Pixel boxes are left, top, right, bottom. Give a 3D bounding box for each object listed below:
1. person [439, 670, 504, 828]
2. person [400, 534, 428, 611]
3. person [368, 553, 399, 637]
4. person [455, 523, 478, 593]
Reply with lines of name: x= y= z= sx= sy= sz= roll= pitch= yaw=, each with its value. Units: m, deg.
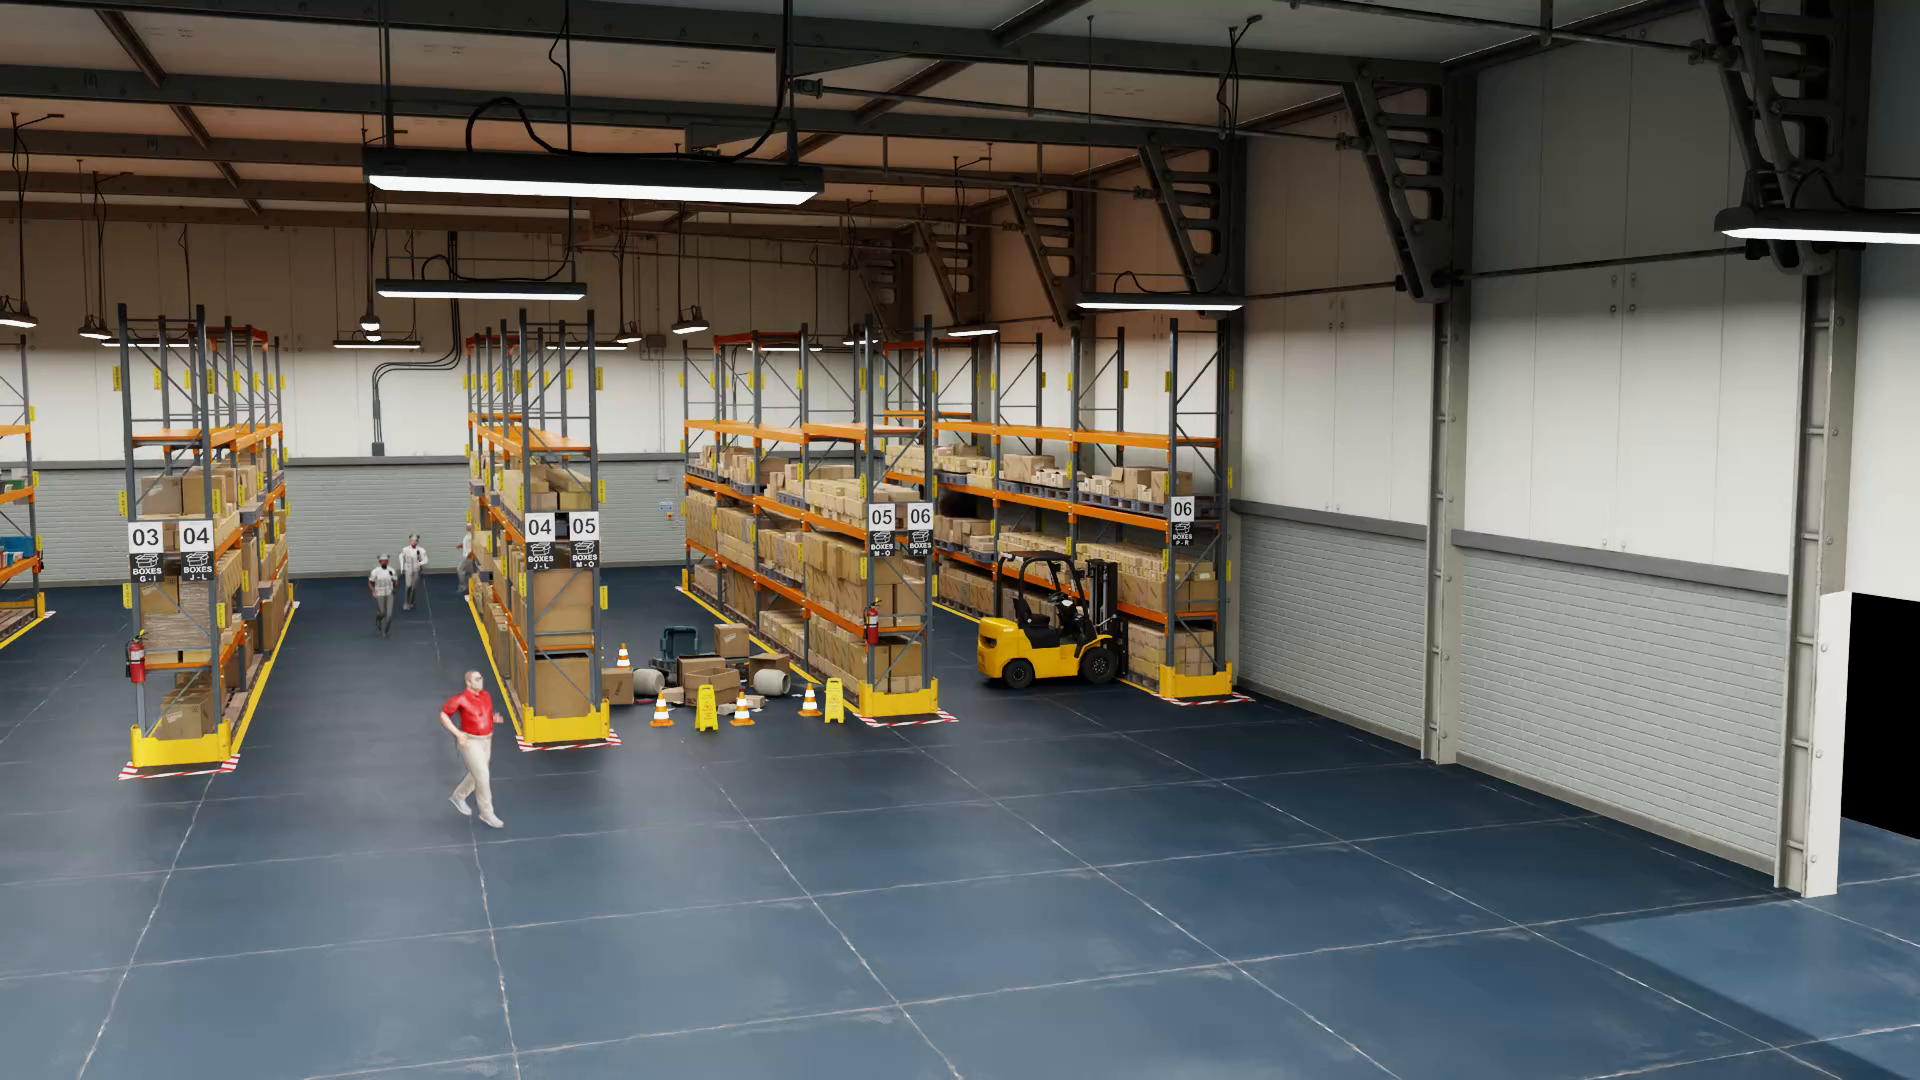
person: x=-5.507 y=2.353 z=18.903 sx=0.807 sy=1.760 sz=0.653 roll=2 pitch=6 yaw=21
person: x=-11.978 y=0.694 z=36.490 sx=0.601 sy=1.666 sz=0.645 roll=-2 pitch=6 yaw=-17
person: x=-11.322 y=1.079 z=32.730 sx=0.538 sy=1.649 sz=0.561 roll=-3 pitch=6 yaw=-29
person: x=-11.661 y=0.406 z=39.489 sx=0.751 sy=1.785 sz=0.762 roll=-1 pitch=5 yaw=-6
